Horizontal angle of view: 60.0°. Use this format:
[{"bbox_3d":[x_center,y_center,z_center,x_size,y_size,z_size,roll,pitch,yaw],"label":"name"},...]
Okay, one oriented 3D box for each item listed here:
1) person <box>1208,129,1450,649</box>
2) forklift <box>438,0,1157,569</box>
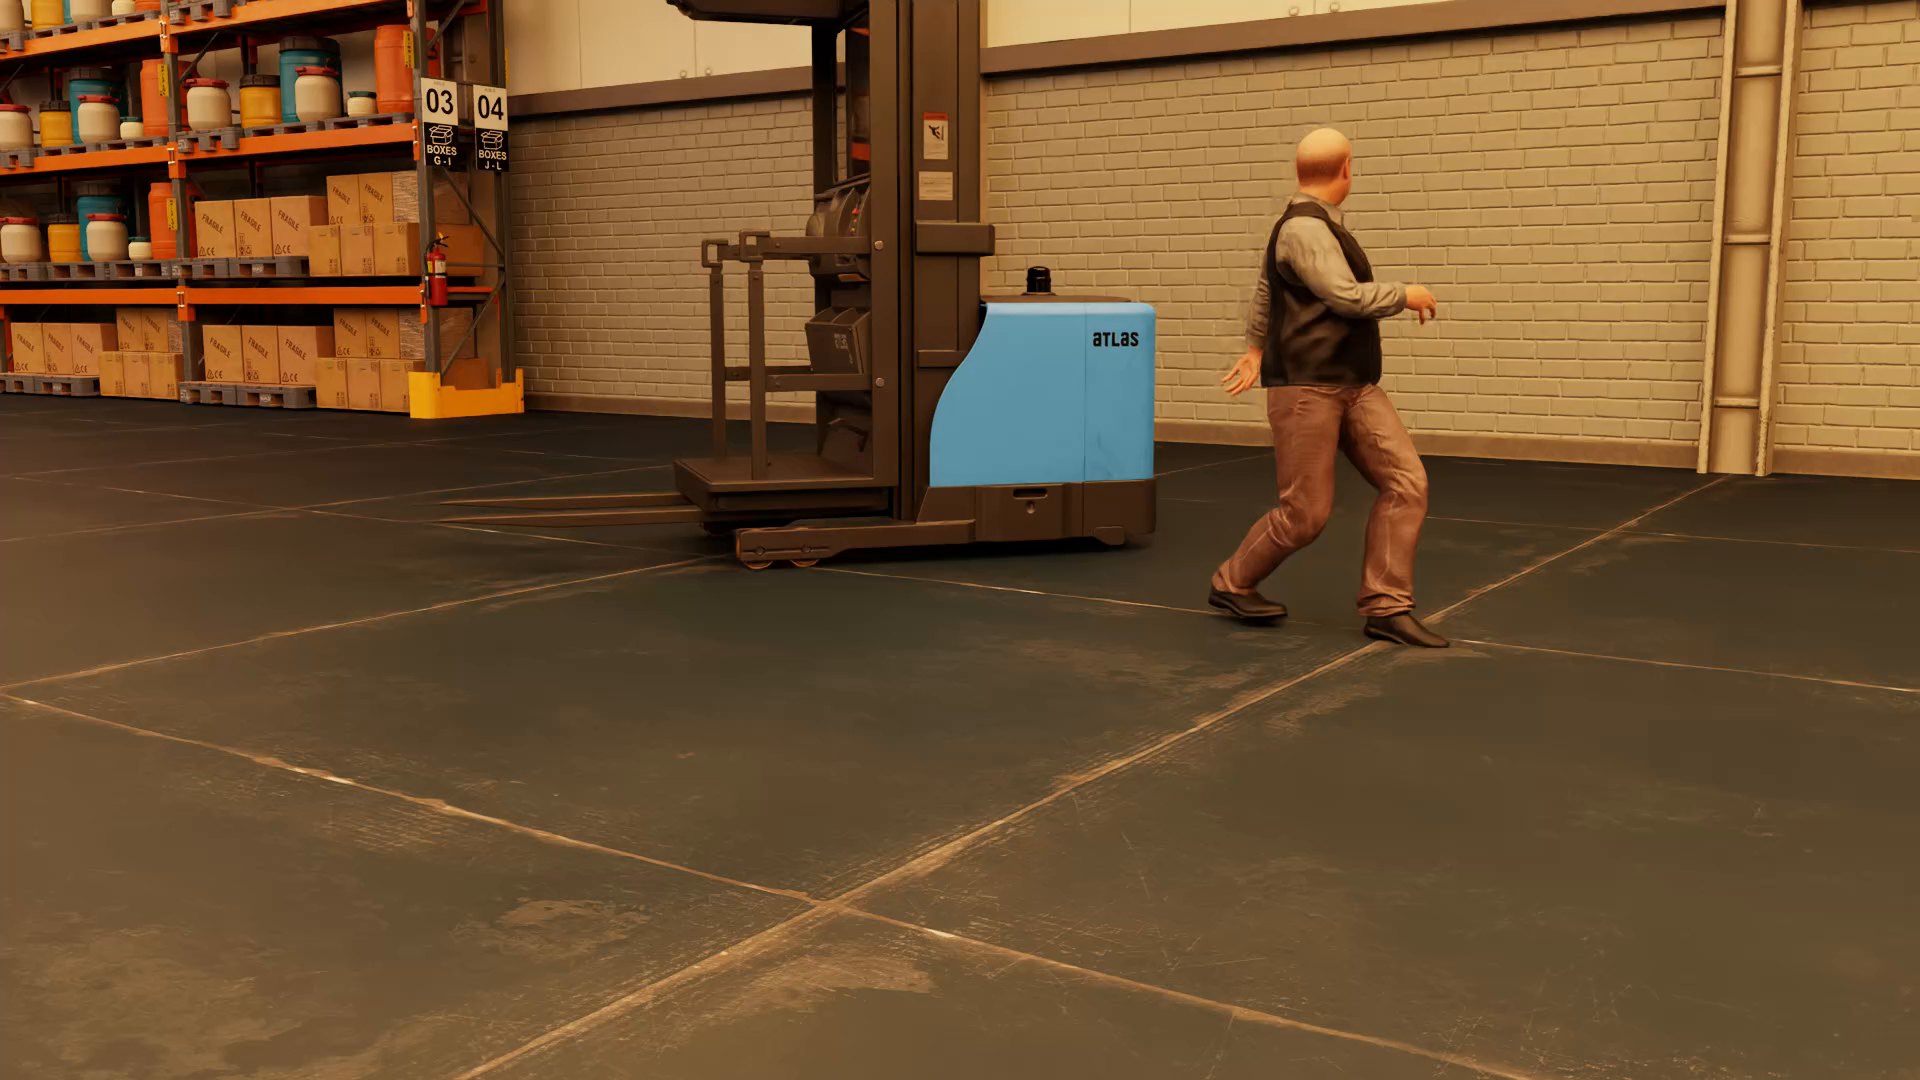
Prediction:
[{"bbox_3d":[1.195,-0.498,5.422,0.936,1.650,0.551,6,10,37],"label":"person"},{"bbox_3d":[-0.710,-1.415,7.140,3.031,2.935,1.130,-3,8,-17],"label":"forklift"}]
